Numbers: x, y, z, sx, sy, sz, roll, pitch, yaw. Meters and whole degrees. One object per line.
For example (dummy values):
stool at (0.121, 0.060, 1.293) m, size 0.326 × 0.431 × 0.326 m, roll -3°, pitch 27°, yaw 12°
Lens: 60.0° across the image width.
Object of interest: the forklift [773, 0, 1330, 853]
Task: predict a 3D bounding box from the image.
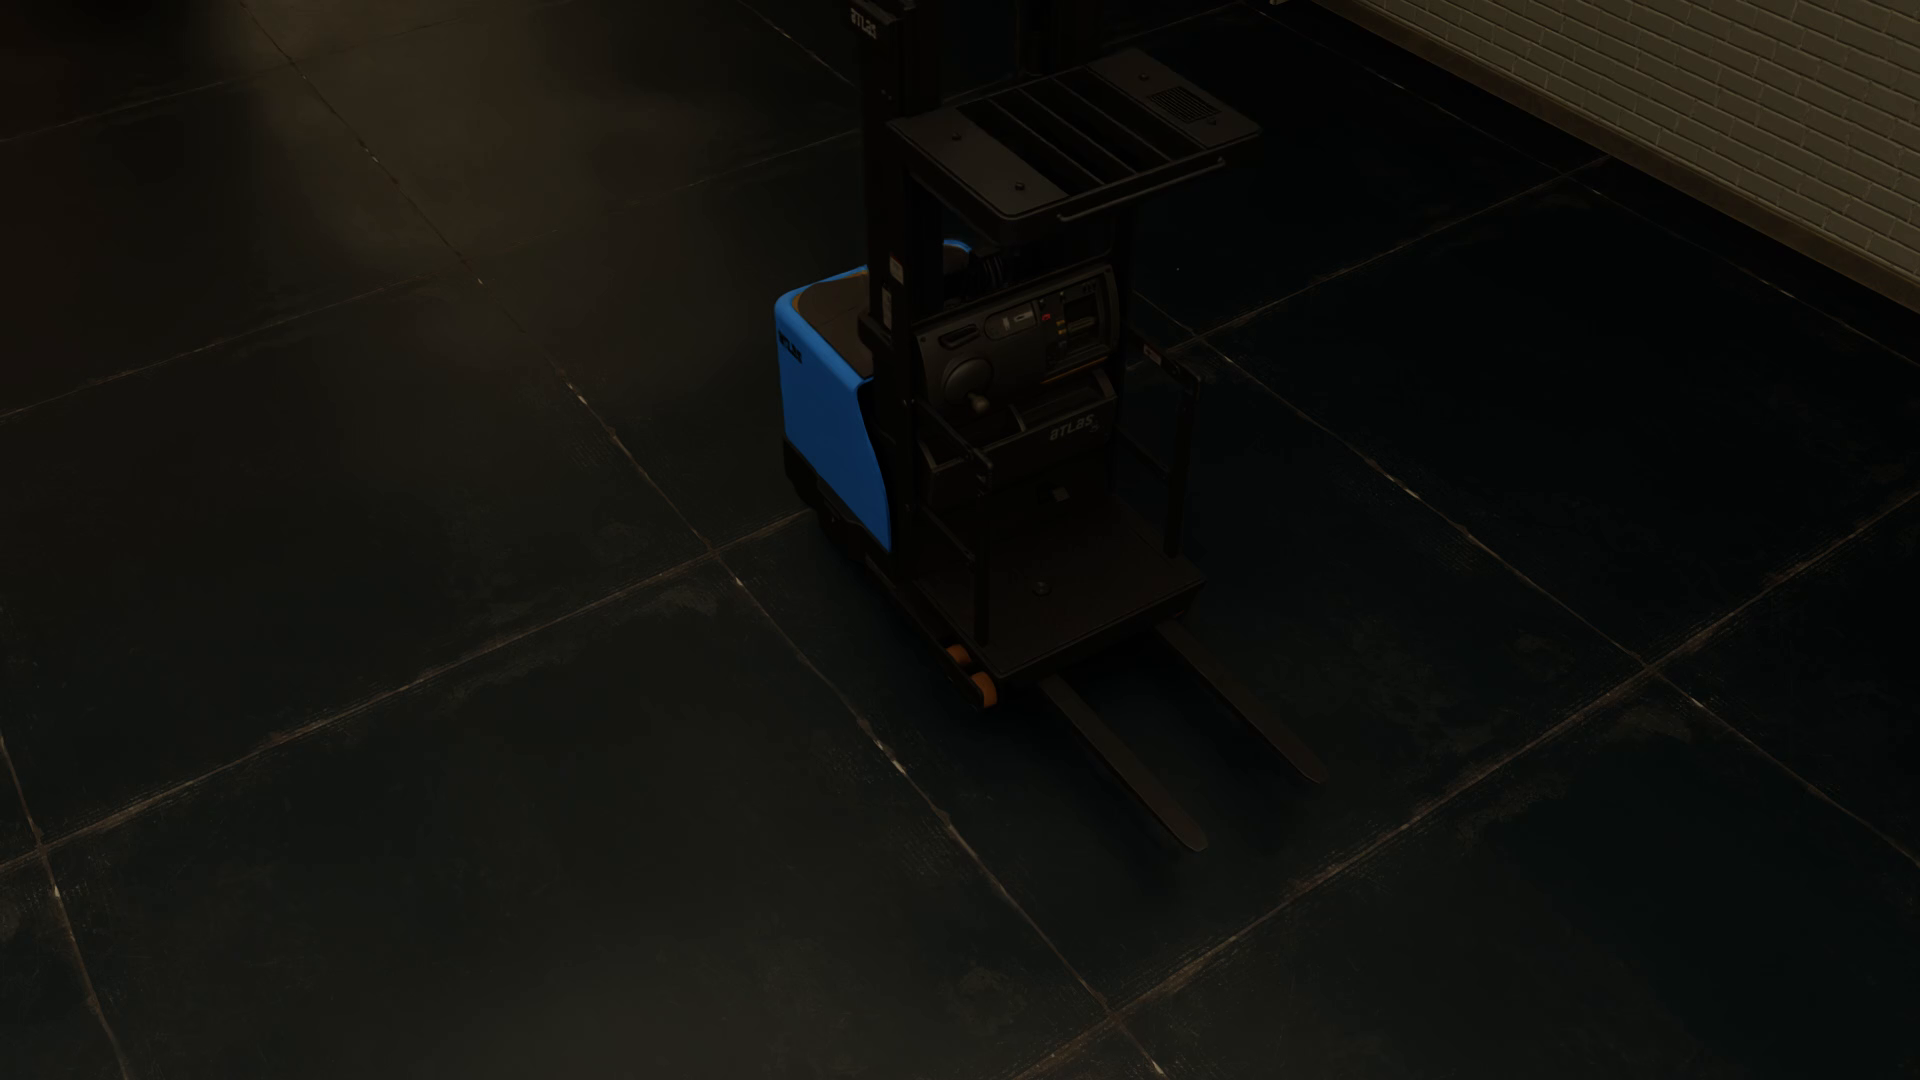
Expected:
forklift at (0.360, -0.721, 6.498) m, size 1.130 × 2.935 × 3.031 m, roll -23°, pitch 48°, yaw -23°
